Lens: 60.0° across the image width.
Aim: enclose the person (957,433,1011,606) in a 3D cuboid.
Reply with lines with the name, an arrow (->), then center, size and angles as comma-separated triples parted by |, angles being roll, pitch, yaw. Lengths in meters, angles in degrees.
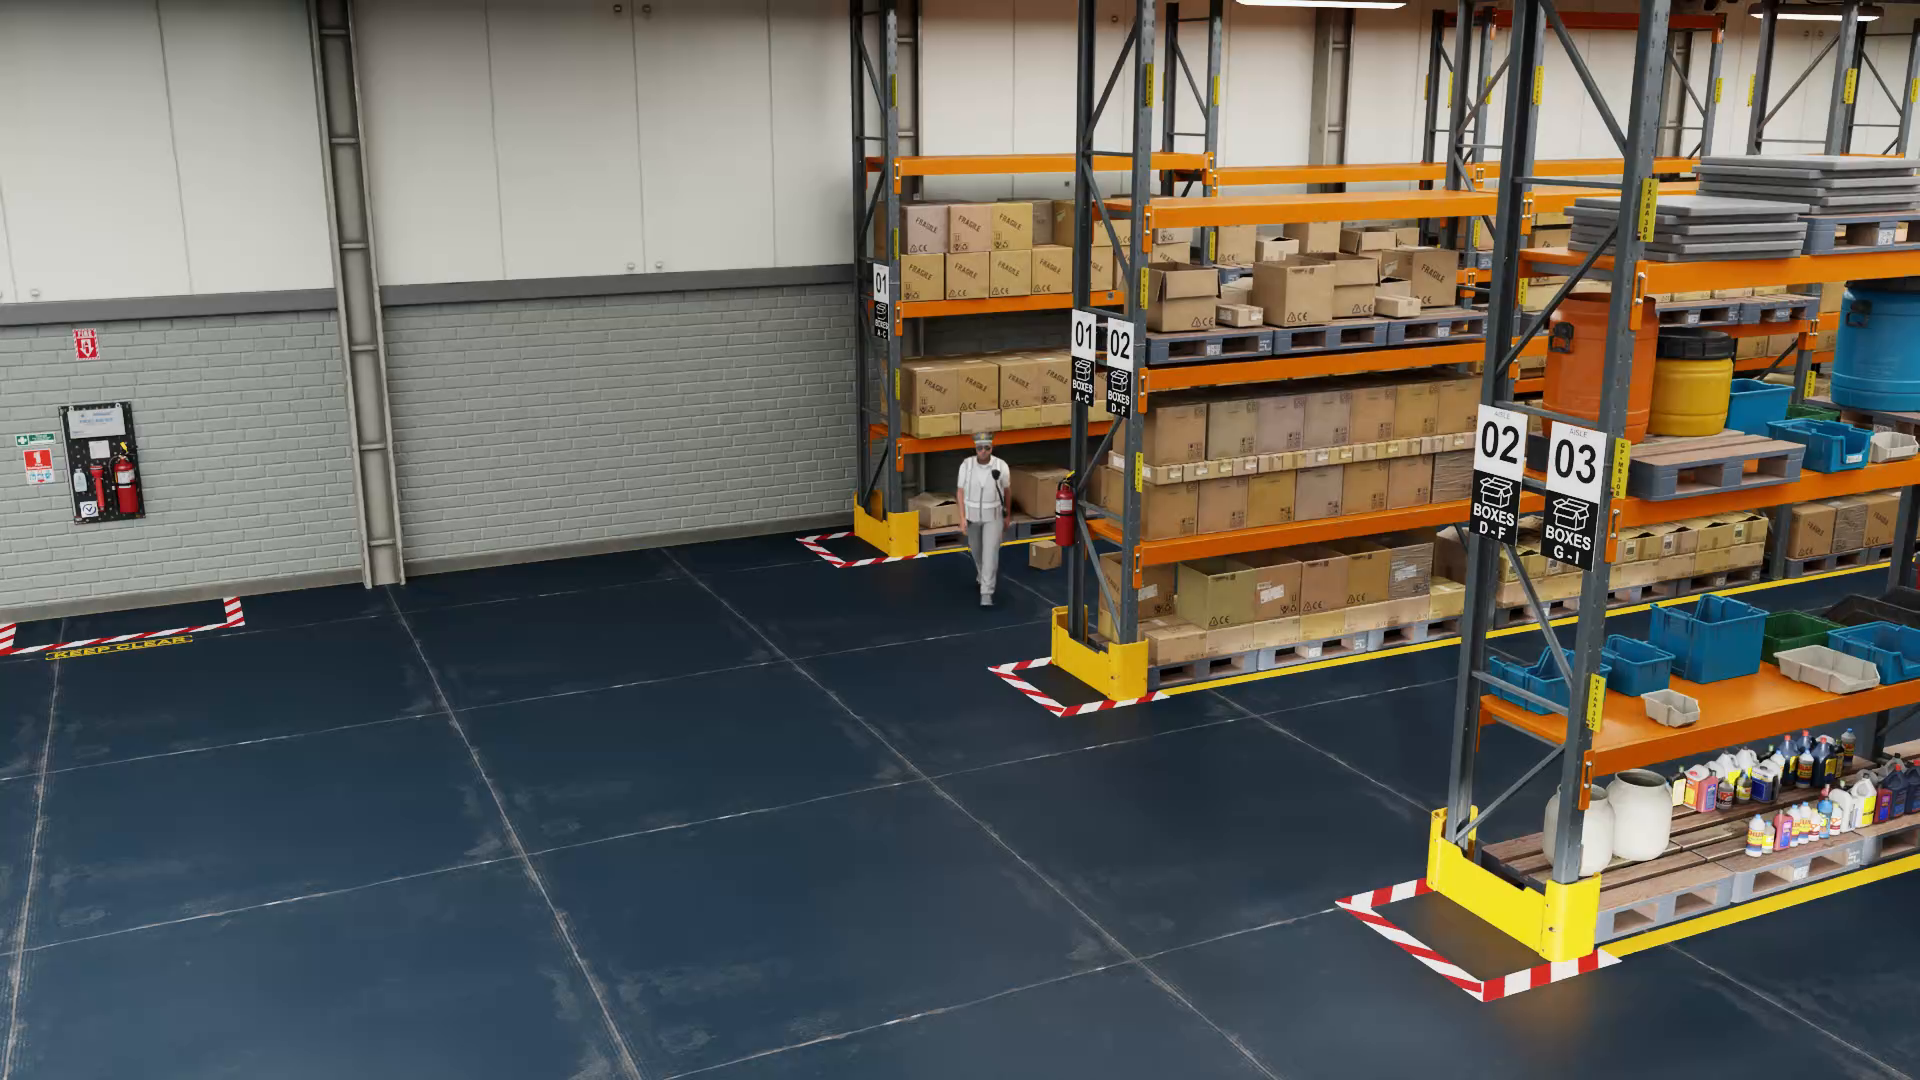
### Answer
person -> 0.235, -0.259, 16.774 | 0.530, 1.716, 1.086 | 3, 15, 11
